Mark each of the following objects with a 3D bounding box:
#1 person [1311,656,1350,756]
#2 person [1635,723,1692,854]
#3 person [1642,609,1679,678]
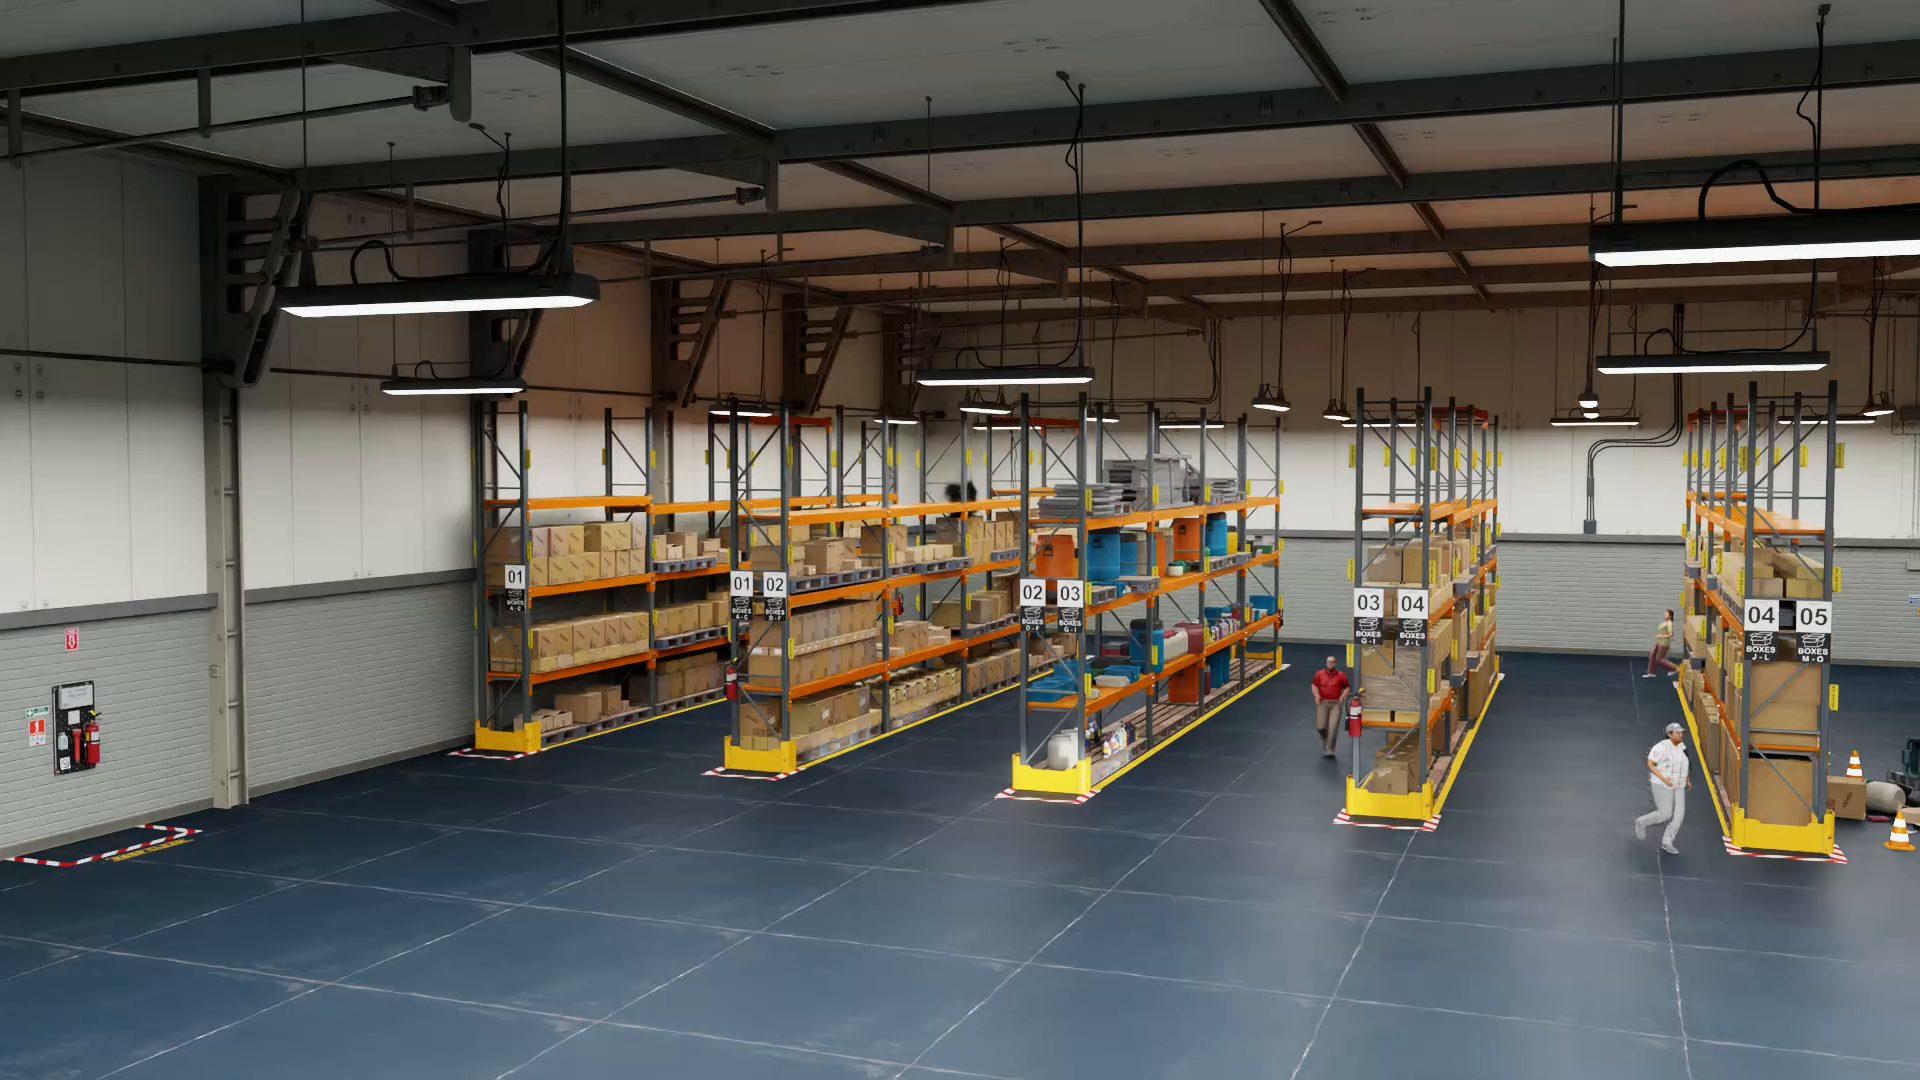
[{"bbox_3d":[6.236,2.794,28.034,0.641,1.679,0.596,1,3,17],"label":"person"},{"bbox_3d":[9.093,3.160,21.371,0.635,1.612,0.644,-1,3,-22],"label":"person"},{"bbox_3d":[15.937,2.367,37.675,0.760,1.626,0.699,0,3,10],"label":"person"}]
